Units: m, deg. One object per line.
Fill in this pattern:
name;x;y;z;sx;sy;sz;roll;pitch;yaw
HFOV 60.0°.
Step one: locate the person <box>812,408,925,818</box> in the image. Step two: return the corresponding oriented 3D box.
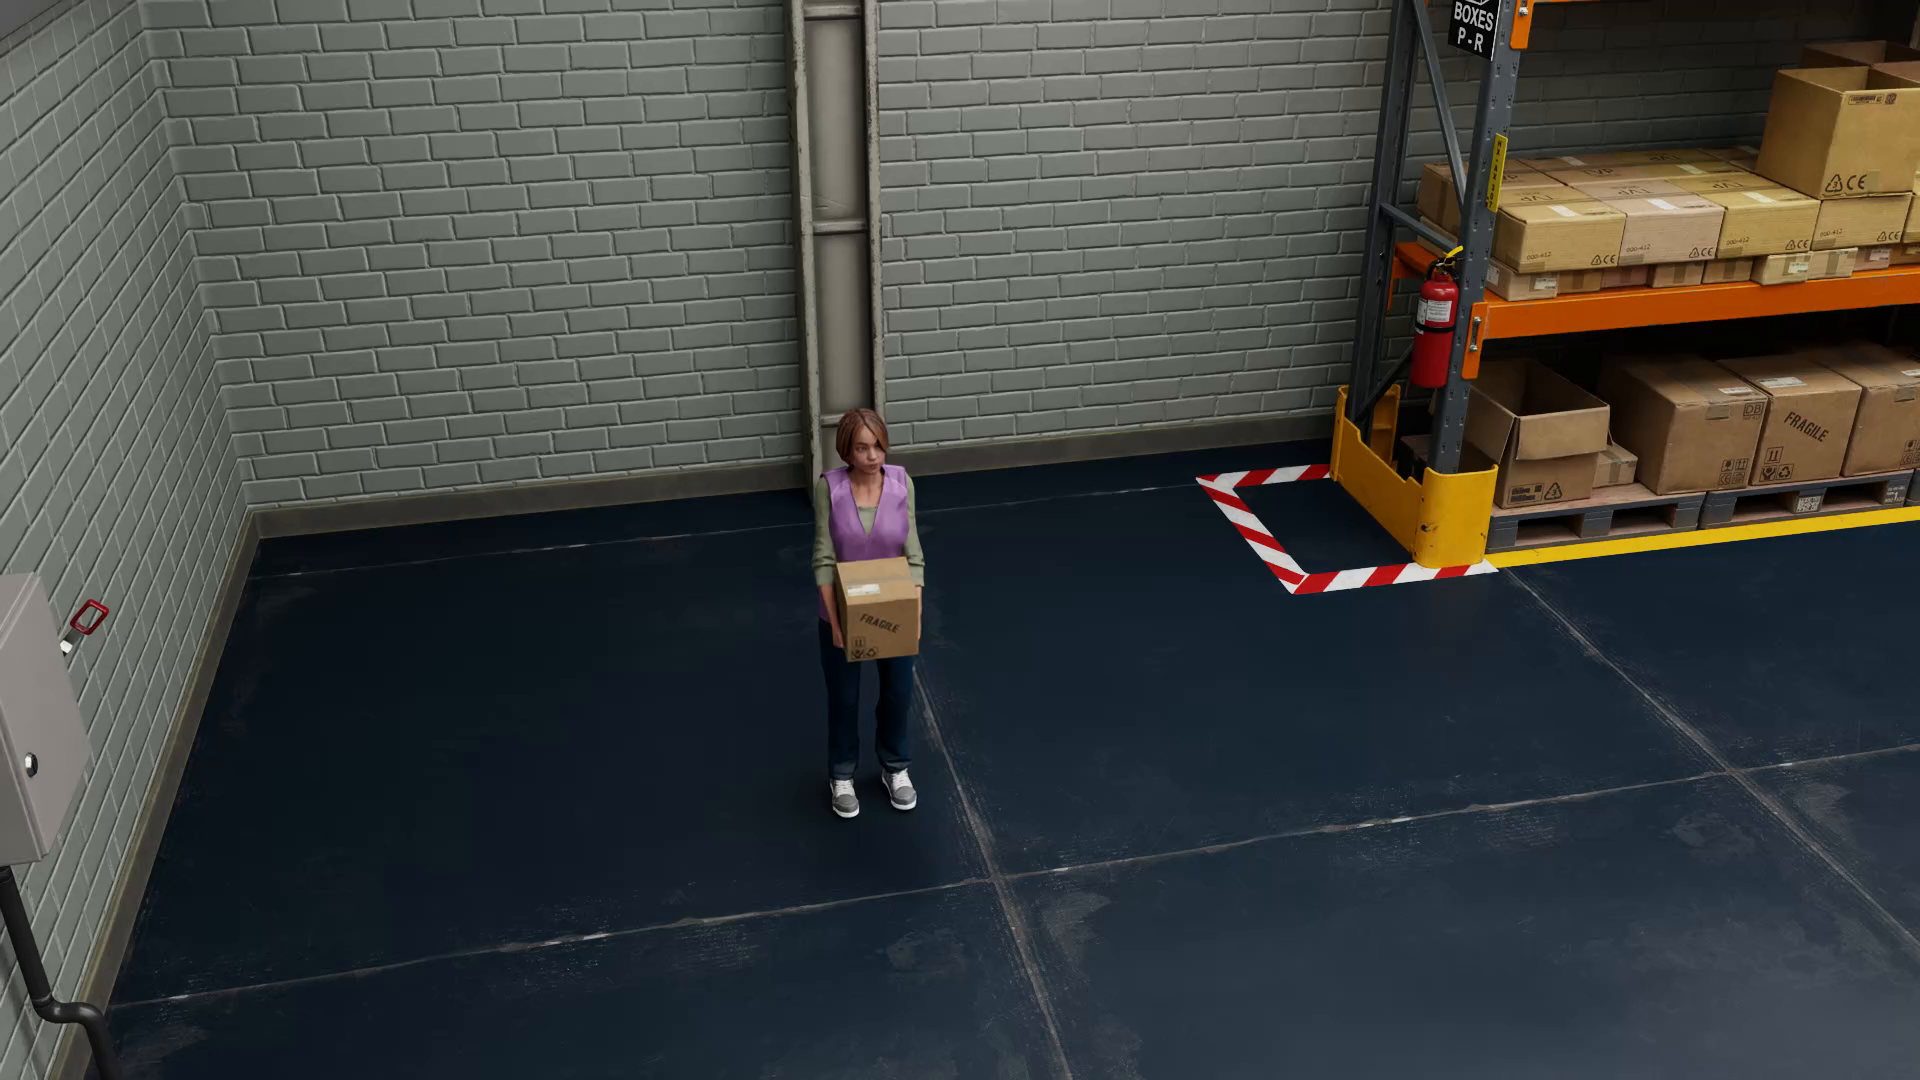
person;-0.324;0.313;6.023;0.404;1.594;0.494;-6;28;-11
